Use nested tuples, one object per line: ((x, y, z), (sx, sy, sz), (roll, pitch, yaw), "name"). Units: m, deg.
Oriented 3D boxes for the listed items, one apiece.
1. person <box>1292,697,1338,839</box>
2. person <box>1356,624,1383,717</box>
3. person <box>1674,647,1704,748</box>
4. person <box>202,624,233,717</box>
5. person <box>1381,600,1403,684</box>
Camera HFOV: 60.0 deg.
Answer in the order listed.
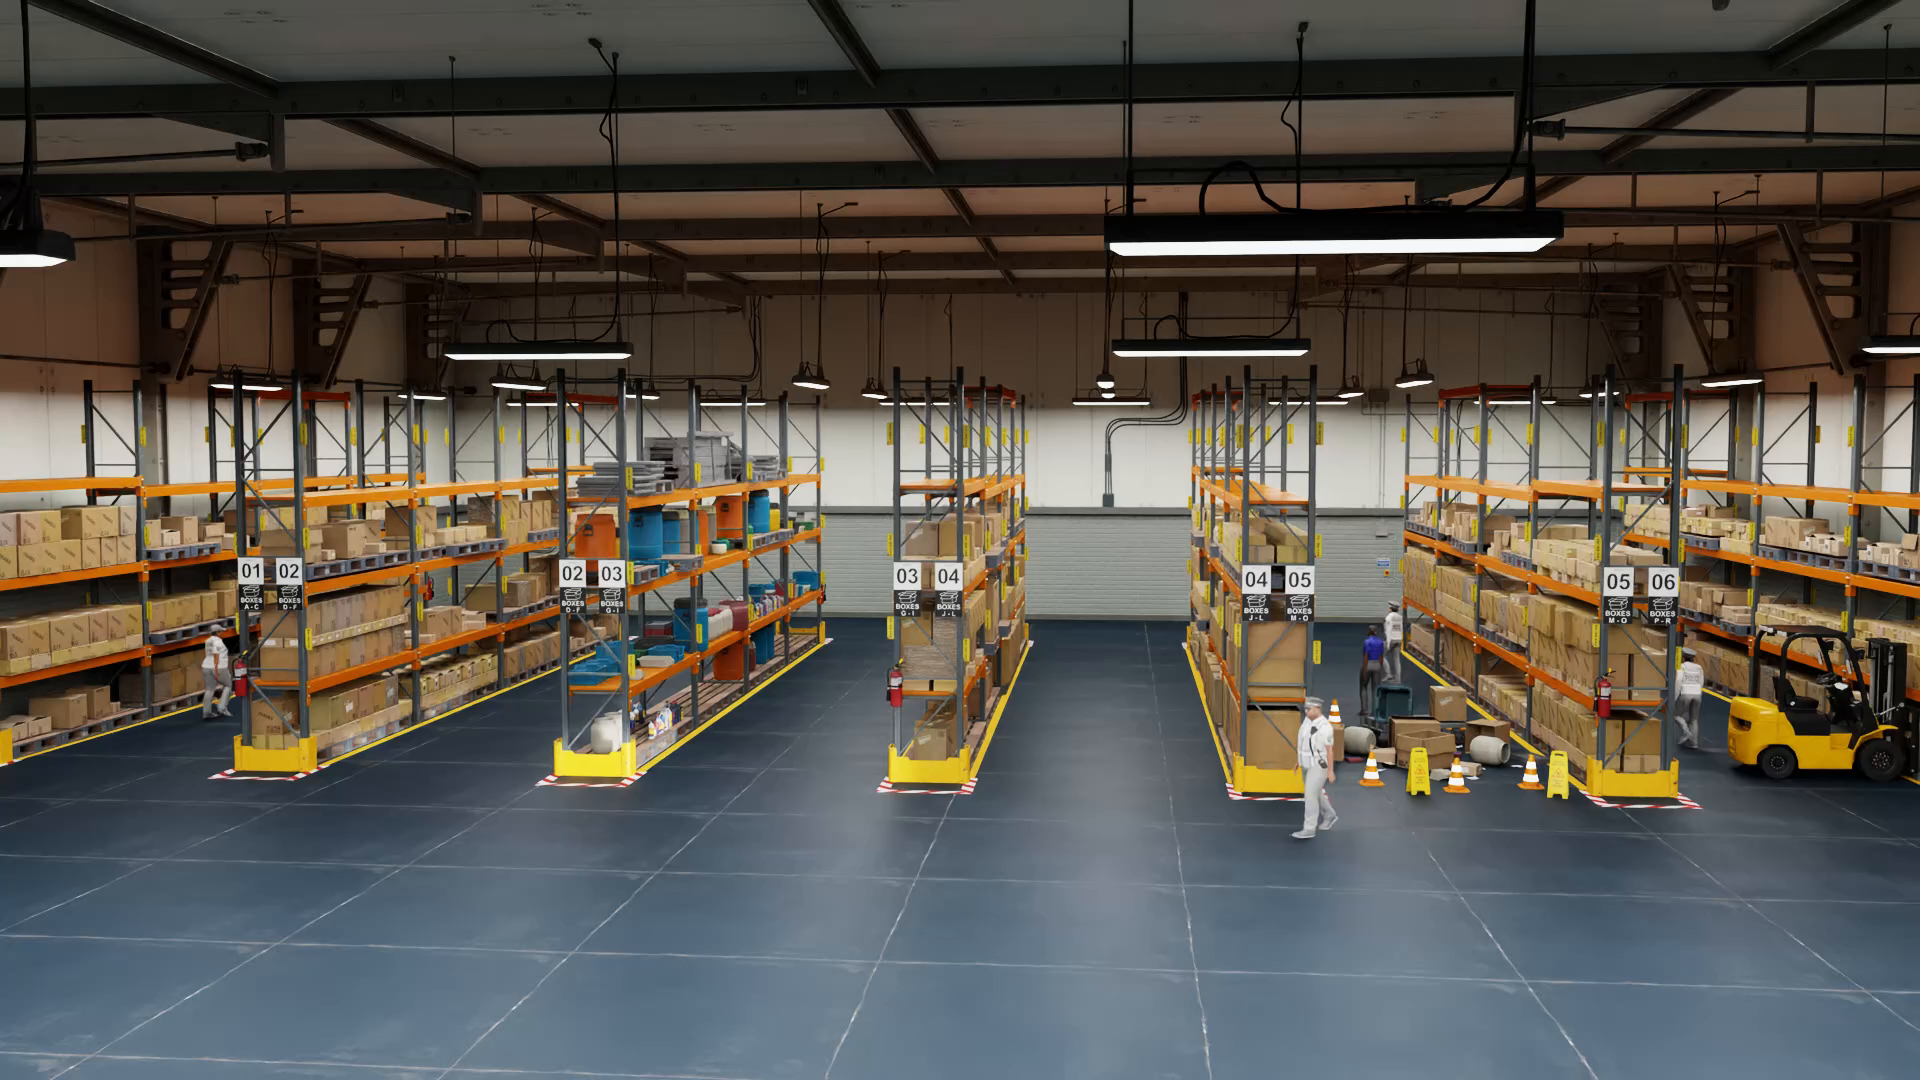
((4.473, 2.827, 20.887), (0.837, 1.734, 0.522), (-1, 4, -20), "person")
((7.359, 2.369, 29.696), (0.449, 1.691, 0.595), (0, 4, 0), "person")
((11.810, 2.544, 26.960), (0.535, 1.581, 0.706), (0, 4, 7), "person")
((-13.277, 2.338, 29.633), (0.510, 1.670, 0.543), (1, 4, 18), "person")
((8.780, 2.069, 33.632), (0.495, 1.657, 0.497), (-1, 4, -21), "person")
